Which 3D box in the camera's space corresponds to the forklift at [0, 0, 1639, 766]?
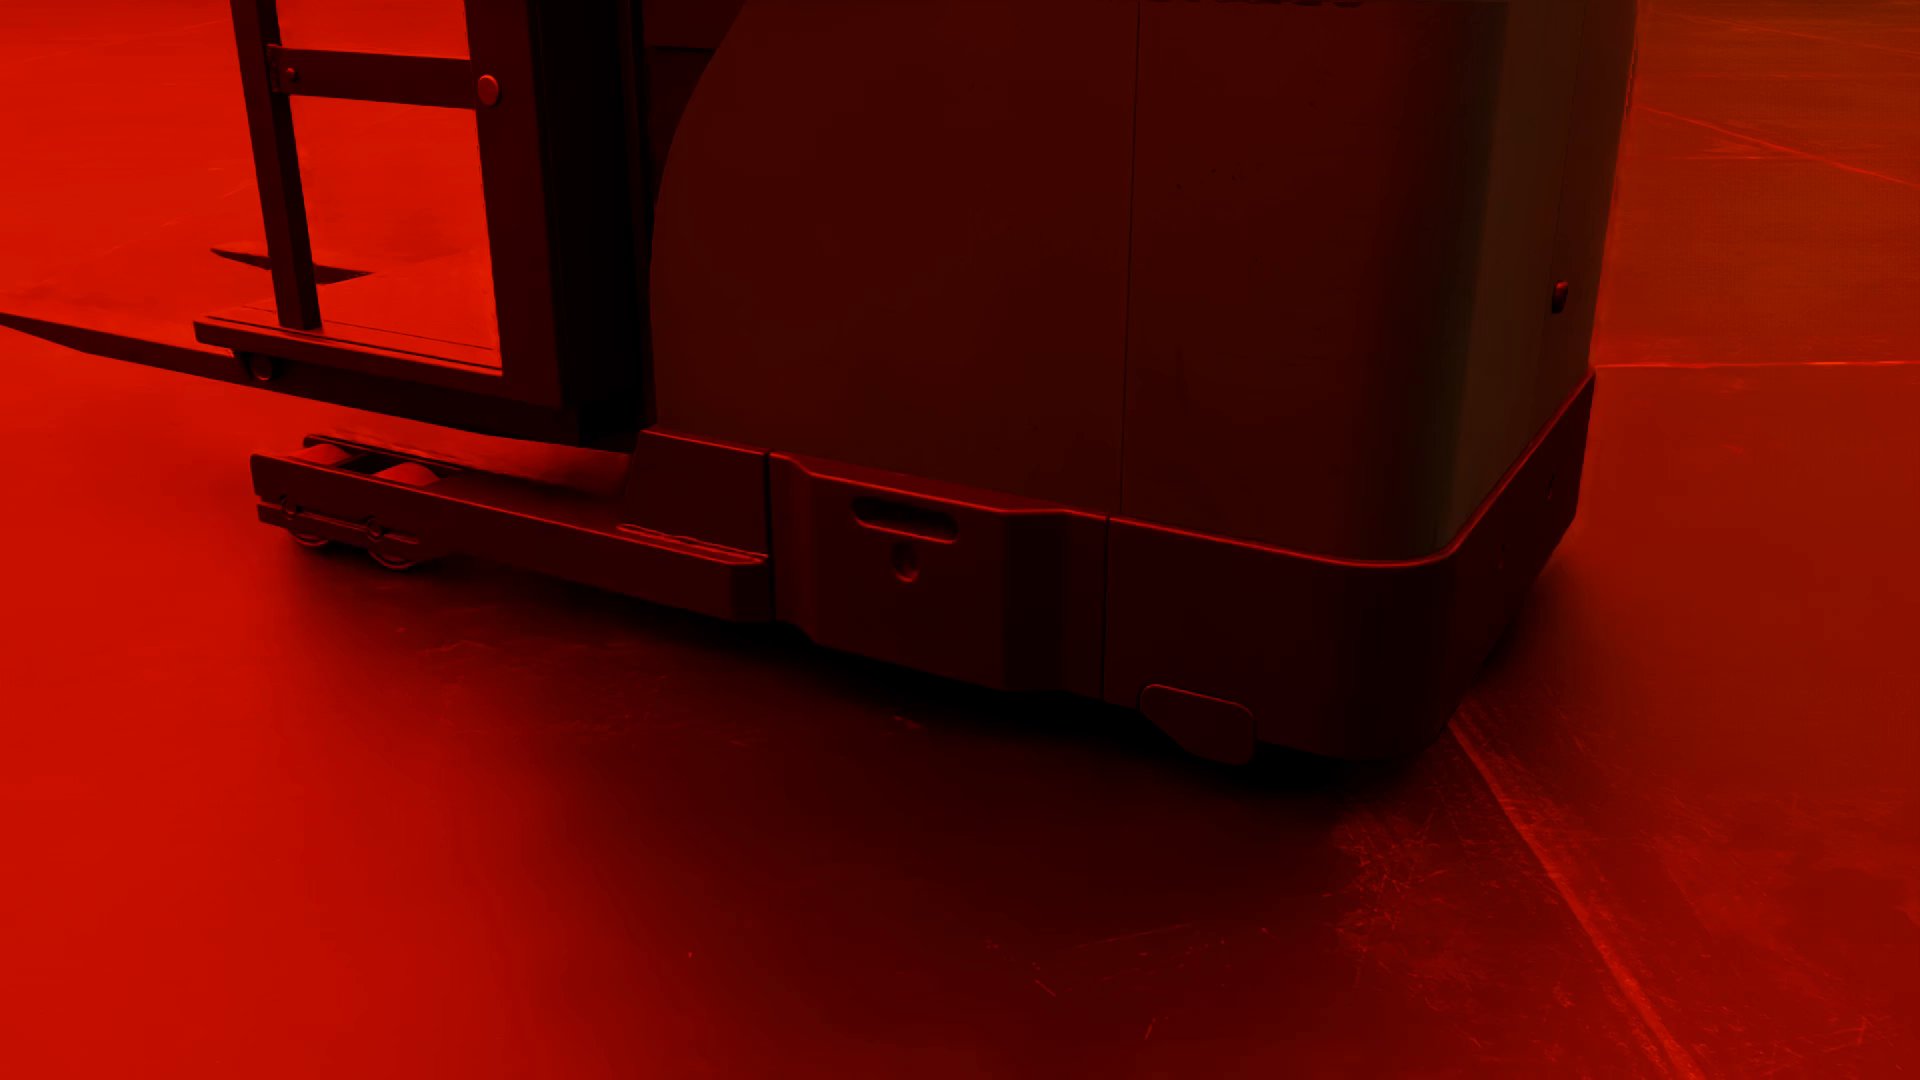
[{"bbox_3d":[-0.555,-1.471,2.473,3.031,2.935,1.130,12,24,27],"label":"forklift"}]
